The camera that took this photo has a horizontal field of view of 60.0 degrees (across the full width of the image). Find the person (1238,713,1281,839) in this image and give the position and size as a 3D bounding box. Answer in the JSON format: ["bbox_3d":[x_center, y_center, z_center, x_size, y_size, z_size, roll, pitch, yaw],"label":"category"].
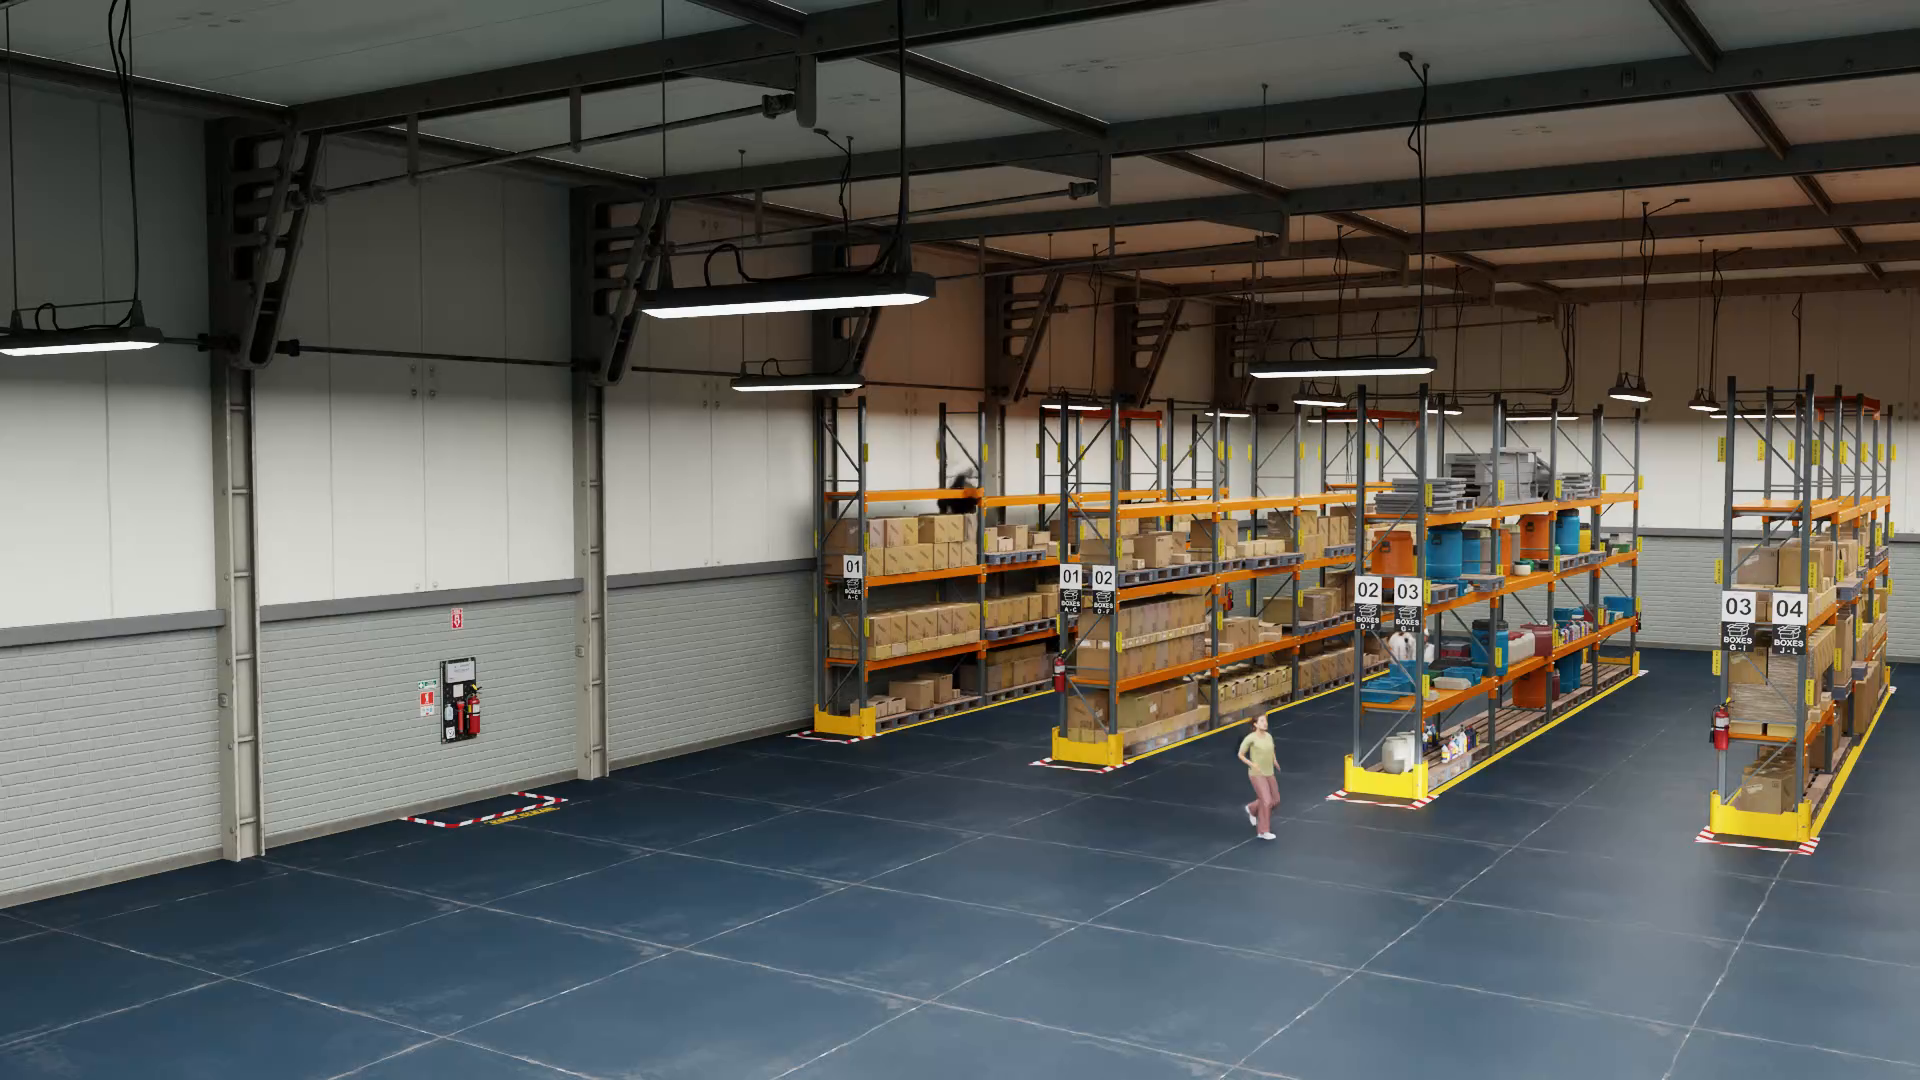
[{"bbox_3d":[3.882,3.050,21.644,0.568,1.620,0.625,-2,3,-31],"label":"person"}]

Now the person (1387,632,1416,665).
[{"bbox_3d":[8.830,2.444,33.326,0.605,1.615,0.525,2,3,27],"label":"person"}]

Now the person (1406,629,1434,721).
[{"bbox_3d":[8.583,2.510,30.846,0.645,1.732,0.592,2,4,31],"label":"person"}]
